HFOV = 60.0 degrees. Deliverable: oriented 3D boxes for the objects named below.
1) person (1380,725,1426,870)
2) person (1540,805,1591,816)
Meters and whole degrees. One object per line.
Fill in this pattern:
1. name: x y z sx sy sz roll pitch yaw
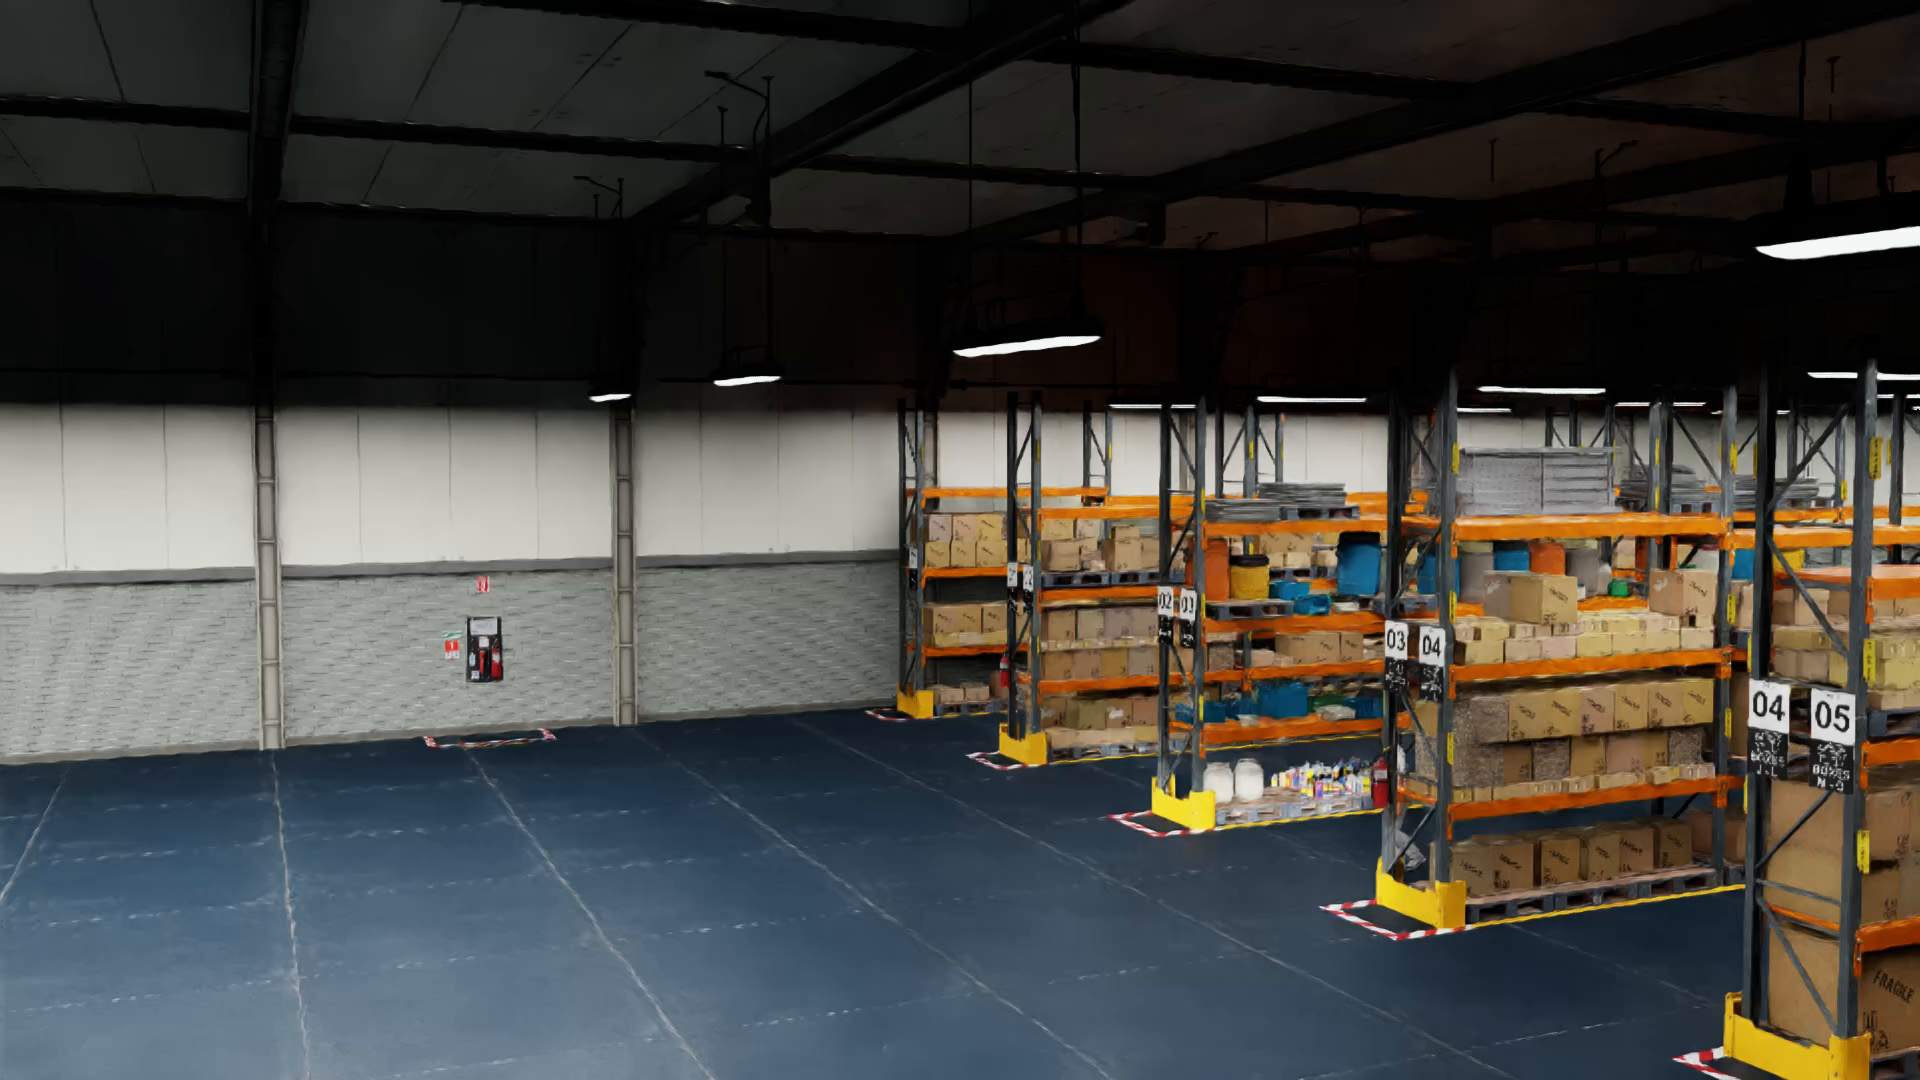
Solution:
1. person: 5.322 3.121 20.034 0.570 1.742 0.603 1 3 13
2. person: 8.409 3.005 23.117 1.090 1.583 0.497 -1 4 -21
